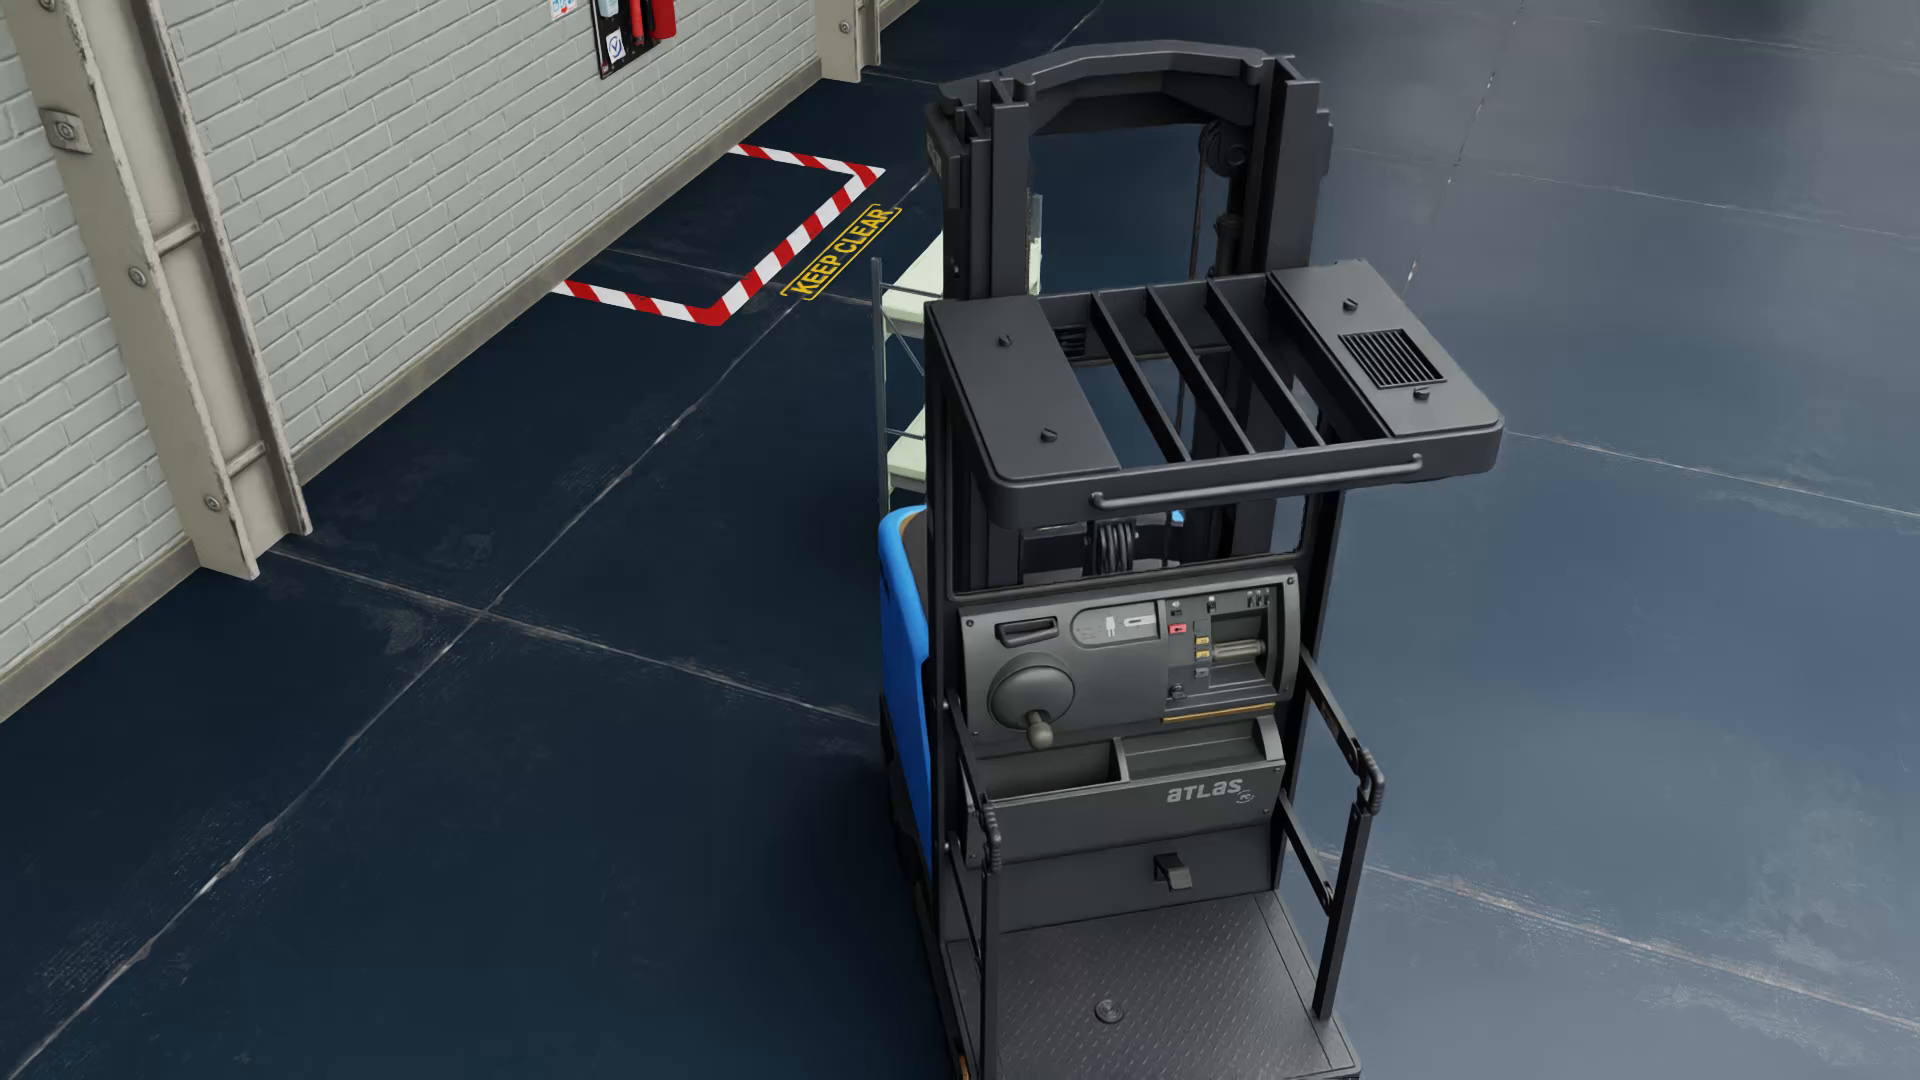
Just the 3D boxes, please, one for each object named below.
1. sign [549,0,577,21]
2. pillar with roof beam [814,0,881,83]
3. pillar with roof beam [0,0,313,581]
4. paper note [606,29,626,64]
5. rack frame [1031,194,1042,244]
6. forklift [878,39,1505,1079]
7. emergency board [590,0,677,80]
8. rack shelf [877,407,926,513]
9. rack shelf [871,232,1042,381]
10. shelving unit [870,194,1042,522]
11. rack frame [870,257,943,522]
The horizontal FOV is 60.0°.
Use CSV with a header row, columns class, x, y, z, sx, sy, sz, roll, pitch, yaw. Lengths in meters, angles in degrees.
class,x,y,z,sx,sy,sz,roll,pitch,yaw
sign,-2.056,-2.868,8.552,0.001,0.329,0.234,14,39,18
pillar with roof beam,3.207,-5.918,7.651,9.100,9.000,0.400,14,39,18
pillar with roof beam,0.924,-2.596,3.207,9.100,9.000,0.400,14,39,18
paper note,-1.881,-2.701,9.094,0.016,0.148,0.142,14,39,18
rack frame,0.137,-0.800,7.067,0.400,1.500,0.023,14,39,18
forklift,0.508,0.387,4.285,1.130,2.935,3.031,-7,37,-9
emergency board,-1.750,-3.136,8.940,0.194,1.169,0.643,14,39,18
rack shelf,-0.003,-0.336,6.991,0.431,0.370,0.720,14,39,18
rack shelf,-0.003,-0.910,6.562,0.431,0.370,0.720,14,39,18
shelving unit,-0.003,-0.597,6.796,0.431,1.500,0.755,14,39,18
rack frame,-0.142,-0.394,6.525,0.400,1.500,0.023,14,39,18
